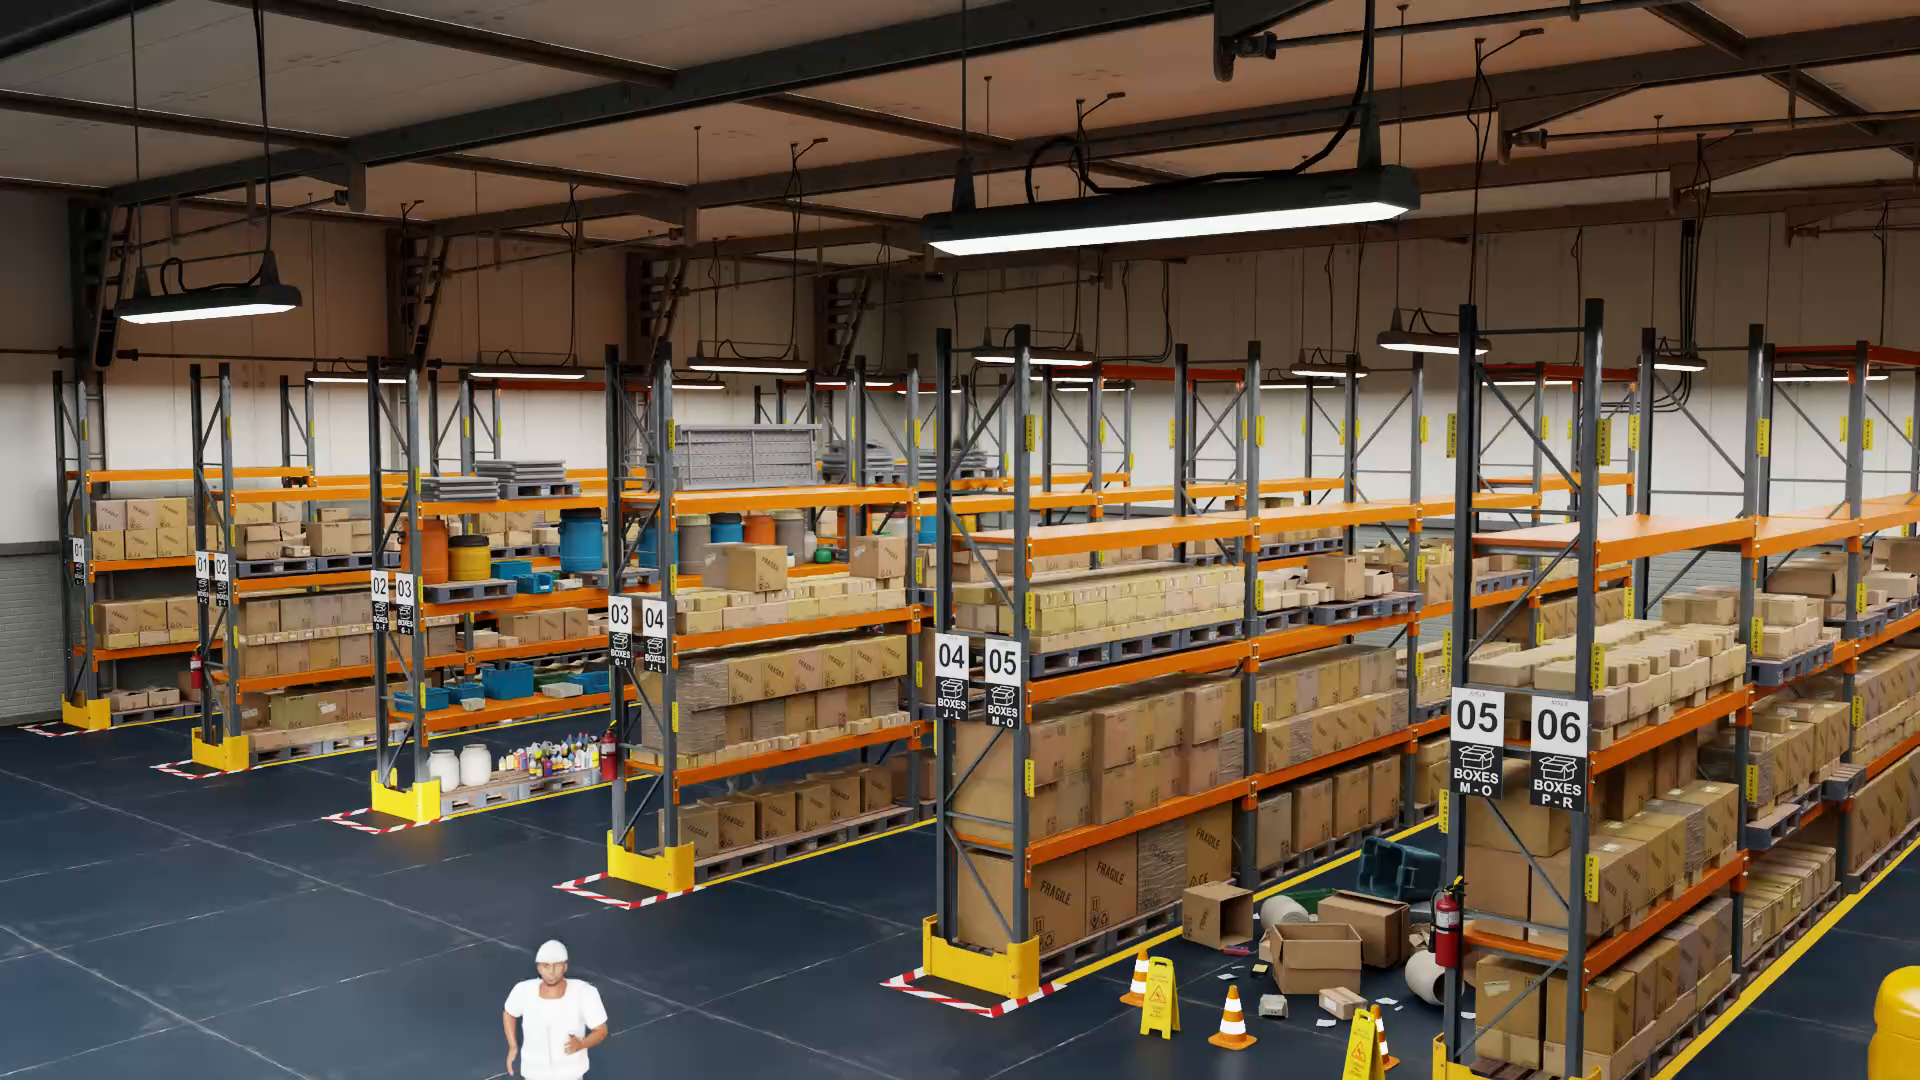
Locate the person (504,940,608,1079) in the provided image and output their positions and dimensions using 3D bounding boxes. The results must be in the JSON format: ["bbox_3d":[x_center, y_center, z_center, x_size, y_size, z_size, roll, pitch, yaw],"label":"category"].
[{"bbox_3d":[-2.638,3.487,10.834,0.688,1.789,0.841,-1,4,-9],"label":"person"}]

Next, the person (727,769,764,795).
[{"bbox_3d":[-2.970,2.643,22.761,0.624,1.825,0.746,2,5,25],"label":"person"}]
